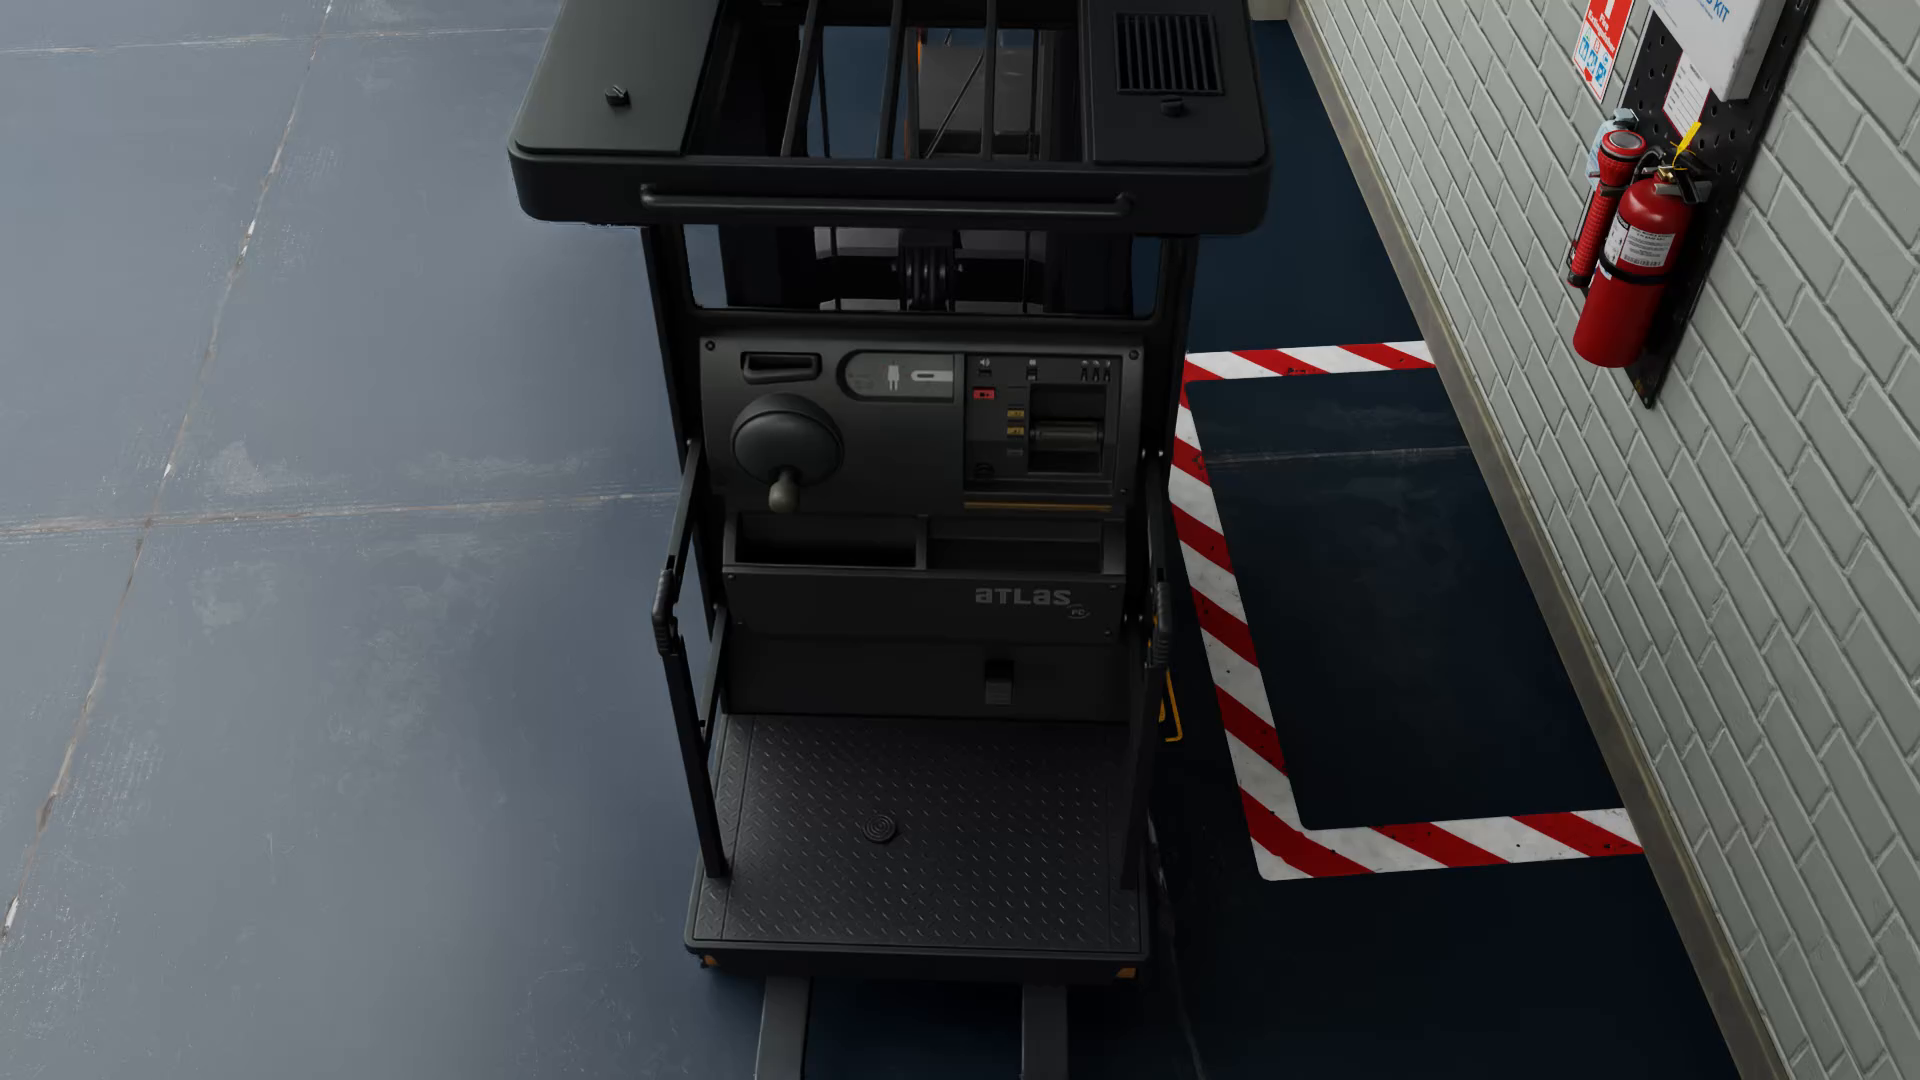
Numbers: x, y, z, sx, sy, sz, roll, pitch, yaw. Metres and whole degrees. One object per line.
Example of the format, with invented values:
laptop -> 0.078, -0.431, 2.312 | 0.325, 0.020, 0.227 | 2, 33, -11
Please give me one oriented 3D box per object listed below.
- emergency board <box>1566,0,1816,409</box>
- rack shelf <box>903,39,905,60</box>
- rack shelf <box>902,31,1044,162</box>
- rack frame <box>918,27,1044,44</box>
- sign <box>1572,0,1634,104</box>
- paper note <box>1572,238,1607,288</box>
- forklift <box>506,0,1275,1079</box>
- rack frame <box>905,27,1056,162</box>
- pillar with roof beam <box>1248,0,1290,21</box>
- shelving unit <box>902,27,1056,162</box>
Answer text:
emergency board -> 1.667, -0.956, 4.089 | 0.194, 1.169, 0.643 | -3, 47, -3
rack shelf -> 0.063, -1.626, 4.398 | 0.431, 0.518, 0.480 | 1, 47, 1
rack shelf -> 0.063, -1.144, 4.906 | 0.431, 0.518, 0.480 | 1, 47, 1
rack frame -> 0.071, -1.331, 5.064 | 0.400, 2.100, 0.015 | 1, 47, 1
sign -> 1.724, -1.374, 4.461 | 0.001, 0.329, 0.234 | -3, 47, -3
paper note -> 1.721, -0.785, 4.534 | 0.016, 0.148, 0.142 | -3, 47, -3
forklift -> -0.086, -0.150, 3.374 | 1.130, 2.935, 3.031 | 1, 47, 1
rack frame -> 0.055, -0.977, 4.729 | 0.400, 2.100, 0.015 | 1, 47, 1
pillar with roof beam -> -2.956, -5.308, 4.079 | 9.100, 9.000, 0.400 | -3, 47, -3
shelving unit -> 0.063, -1.154, 4.897 | 0.431, 2.100, 0.503 | 1, 47, 1
